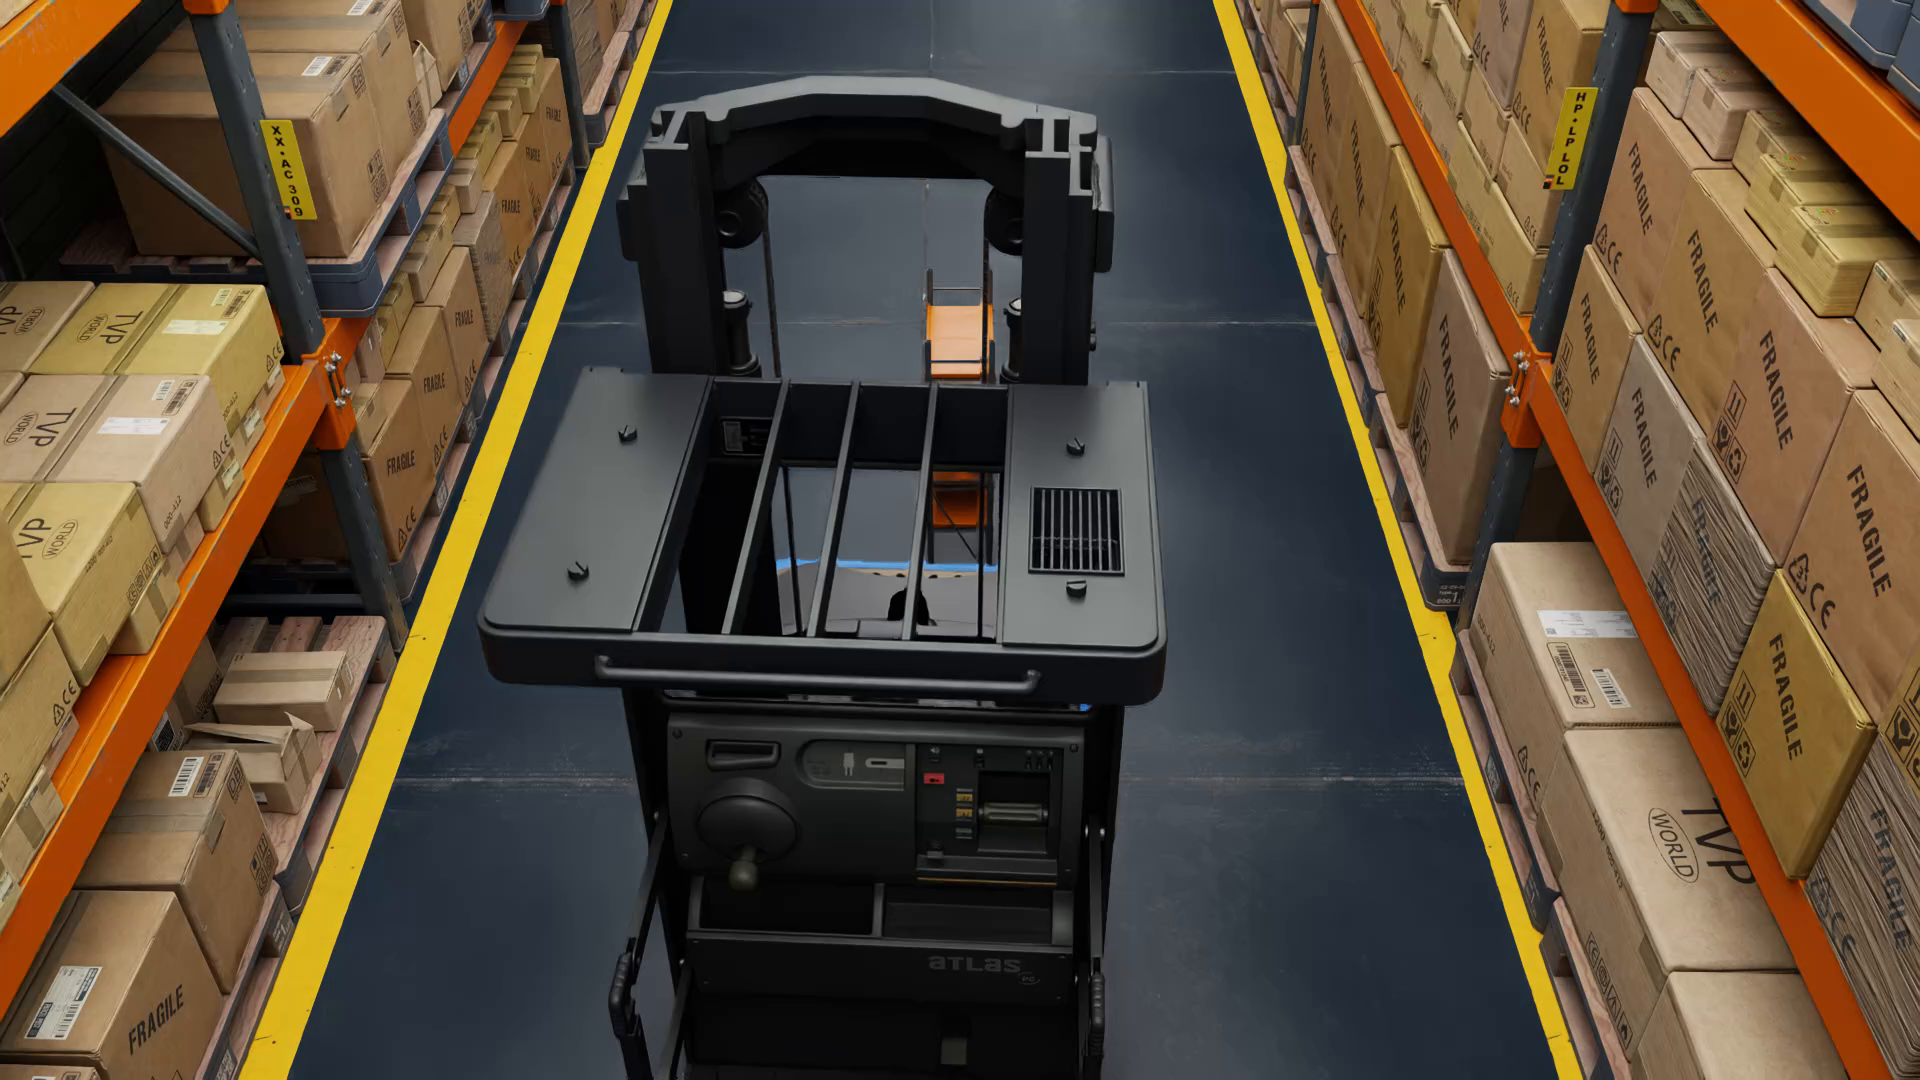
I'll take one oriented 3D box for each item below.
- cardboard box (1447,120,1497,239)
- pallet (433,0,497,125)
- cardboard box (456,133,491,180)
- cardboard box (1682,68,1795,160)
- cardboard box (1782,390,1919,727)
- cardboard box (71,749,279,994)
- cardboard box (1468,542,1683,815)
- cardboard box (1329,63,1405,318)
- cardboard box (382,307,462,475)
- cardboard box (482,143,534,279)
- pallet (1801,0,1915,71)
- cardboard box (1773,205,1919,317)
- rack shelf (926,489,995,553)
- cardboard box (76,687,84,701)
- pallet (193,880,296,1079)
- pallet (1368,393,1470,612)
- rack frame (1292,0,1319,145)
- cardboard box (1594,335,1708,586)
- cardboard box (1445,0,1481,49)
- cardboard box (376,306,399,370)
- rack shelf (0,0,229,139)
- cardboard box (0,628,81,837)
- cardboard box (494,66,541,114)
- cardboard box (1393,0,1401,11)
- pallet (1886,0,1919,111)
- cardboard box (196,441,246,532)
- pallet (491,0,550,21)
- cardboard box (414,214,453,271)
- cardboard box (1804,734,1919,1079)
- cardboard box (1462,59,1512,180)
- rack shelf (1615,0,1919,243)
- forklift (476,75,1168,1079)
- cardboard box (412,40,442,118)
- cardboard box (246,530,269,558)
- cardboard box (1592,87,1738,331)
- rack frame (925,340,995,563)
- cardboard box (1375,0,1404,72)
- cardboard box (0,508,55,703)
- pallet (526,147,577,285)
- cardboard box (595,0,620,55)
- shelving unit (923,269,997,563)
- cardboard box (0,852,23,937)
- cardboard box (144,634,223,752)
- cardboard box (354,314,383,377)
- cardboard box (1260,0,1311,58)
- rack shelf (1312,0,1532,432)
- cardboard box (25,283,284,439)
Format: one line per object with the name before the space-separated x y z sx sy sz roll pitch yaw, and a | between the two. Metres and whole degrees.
cardboard box | 2.123 -1.327 6.127 0.500 0.250 0.500 -1 39 -1
pallet | -2.586 -1.991 6.990 1.003 0.211 1.213 0 39 0
cardboard box | -2.396 -1.759 7.690 0.380 0.149 0.250 -1 39 -1
cardboard box | 2.132 -1.111 4.340 0.380 0.149 0.250 1 39 1
cardboard box | 2.115 0.034 3.430 0.500 0.500 0.500 0 39 0
cardboard box | -2.453 0.966 4.809 0.700 0.500 0.500 -1 39 -2
cardboard box | 2.268 0.442 5.513 0.875 0.438 0.875 -1 39 -1
cardboard box | 2.285 -1.633 7.753 0.875 0.875 0.875 0 39 1
cardboard box | -2.375 -0.605 6.769 0.500 0.500 0.500 -1 39 -1
cardboard box | -2.385 -1.566 7.969 0.500 0.500 0.500 2 39 2
pallet | 2.365 -1.411 3.784 1.003 0.211 1.213 0 39 0
cardboard box | 2.085 -0.630 3.739 0.380 0.149 0.250 -1 39 -1
rack shelf | 0.000 -0.157 6.412 0.258 0.148 0.480 0 39 0
cardboard box | -2.399 0.327 4.144 0.380 0.149 0.250 0 39 1
pallet | -2.585 1.502 4.708 1.003 0.211 1.213 0 39 0
pallet | 2.299 -0.181 6.807 1.003 0.211 1.213 0 39 0
rack frame | 2.370 -3.288 8.455 1.000 3.000 0.127 0 39 0
cardboard box | 2.110 -0.217 4.543 0.500 0.500 0.500 0 39 0
cardboard box | 2.134 -2.136 6.137 0.500 0.500 0.500 1 39 1
cardboard box | -2.412 -0.781 6.470 0.380 0.149 0.250 -2 39 -2
rack shelf | -2.586 -0.420 3.052 1.077 0.370 4.000 0 39 0
cardboard box | -2.342 0.427 3.701 0.500 0.250 0.500 -1 39 -1
cardboard box | -2.308 -2.244 8.297 0.380 0.149 0.250 -2 39 -2
cardboard box | 2.112 -2.473 7.157 0.500 0.250 0.500 0 39 0
pallet | 2.364 -0.650 2.835 1.003 0.211 1.213 0 39 0
cardboard box | -2.289 -0.158 4.750 0.380 0.149 0.250 1 39 1
pallet | -2.522 -2.784 7.978 1.213 0.211 1.003 0 39 0
cardboard box | -2.387 -1.263 7.072 0.380 0.149 0.250 1 39 2
cardboard box | 2.118 0.739 3.350 0.500 0.500 0.500 1 39 1
cardboard box | 2.123 -1.511 5.958 0.500 0.250 0.500 1 39 1
rack shelf | 2.377 -0.426 3.059 1.077 0.370 4.000 0 39 0
forklift | -0.199 0.675 3.564 1.130 2.935 3.031 2 39 2
cardboard box | -2.207 -1.761 6.321 0.396 0.266 0.258 2 39 2
cardboard box | -2.885 -0.276 6.359 0.500 0.500 0.500 0 39 0
cardboard box | 2.133 -0.918 4.617 0.500 0.500 0.500 0 39 0
rack frame | 0.000 -0.212 6.055 0.240 1.200 0.015 0 39 0
cardboard box | 2.132 -2.274 7.309 0.500 0.250 0.500 1 39 1
cardboard box | -2.317 0.148 3.449 0.500 0.500 0.500 1 39 1
pallet | -2.630 -1.727 8.737 1.003 0.211 1.213 0 39 0
cardboard box | -2.589 -3.318 10.055 0.875 0.625 0.625 1 39 1
shelving unit | 0.000 -0.365 6.246 0.258 1.200 0.503 0 39 0
cardboard box | -2.262 0.807 3.545 0.380 0.149 0.250 -1 39 -1
cardboard box | -2.824 0.518 5.520 0.500 0.311 0.500 1 39 2
cardboard box | -2.371 -0.725 6.163 0.380 0.149 0.250 -2 39 -2
cardboard box | 2.371 -3.241 10.162 0.950 0.372 0.625 -1 39 -1
rack shelf | 2.373 -1.757 7.119 1.077 0.370 4.000 0 39 0
cardboard box | -2.344 -0.520 4.882 0.500 0.250 0.500 1 39 1
